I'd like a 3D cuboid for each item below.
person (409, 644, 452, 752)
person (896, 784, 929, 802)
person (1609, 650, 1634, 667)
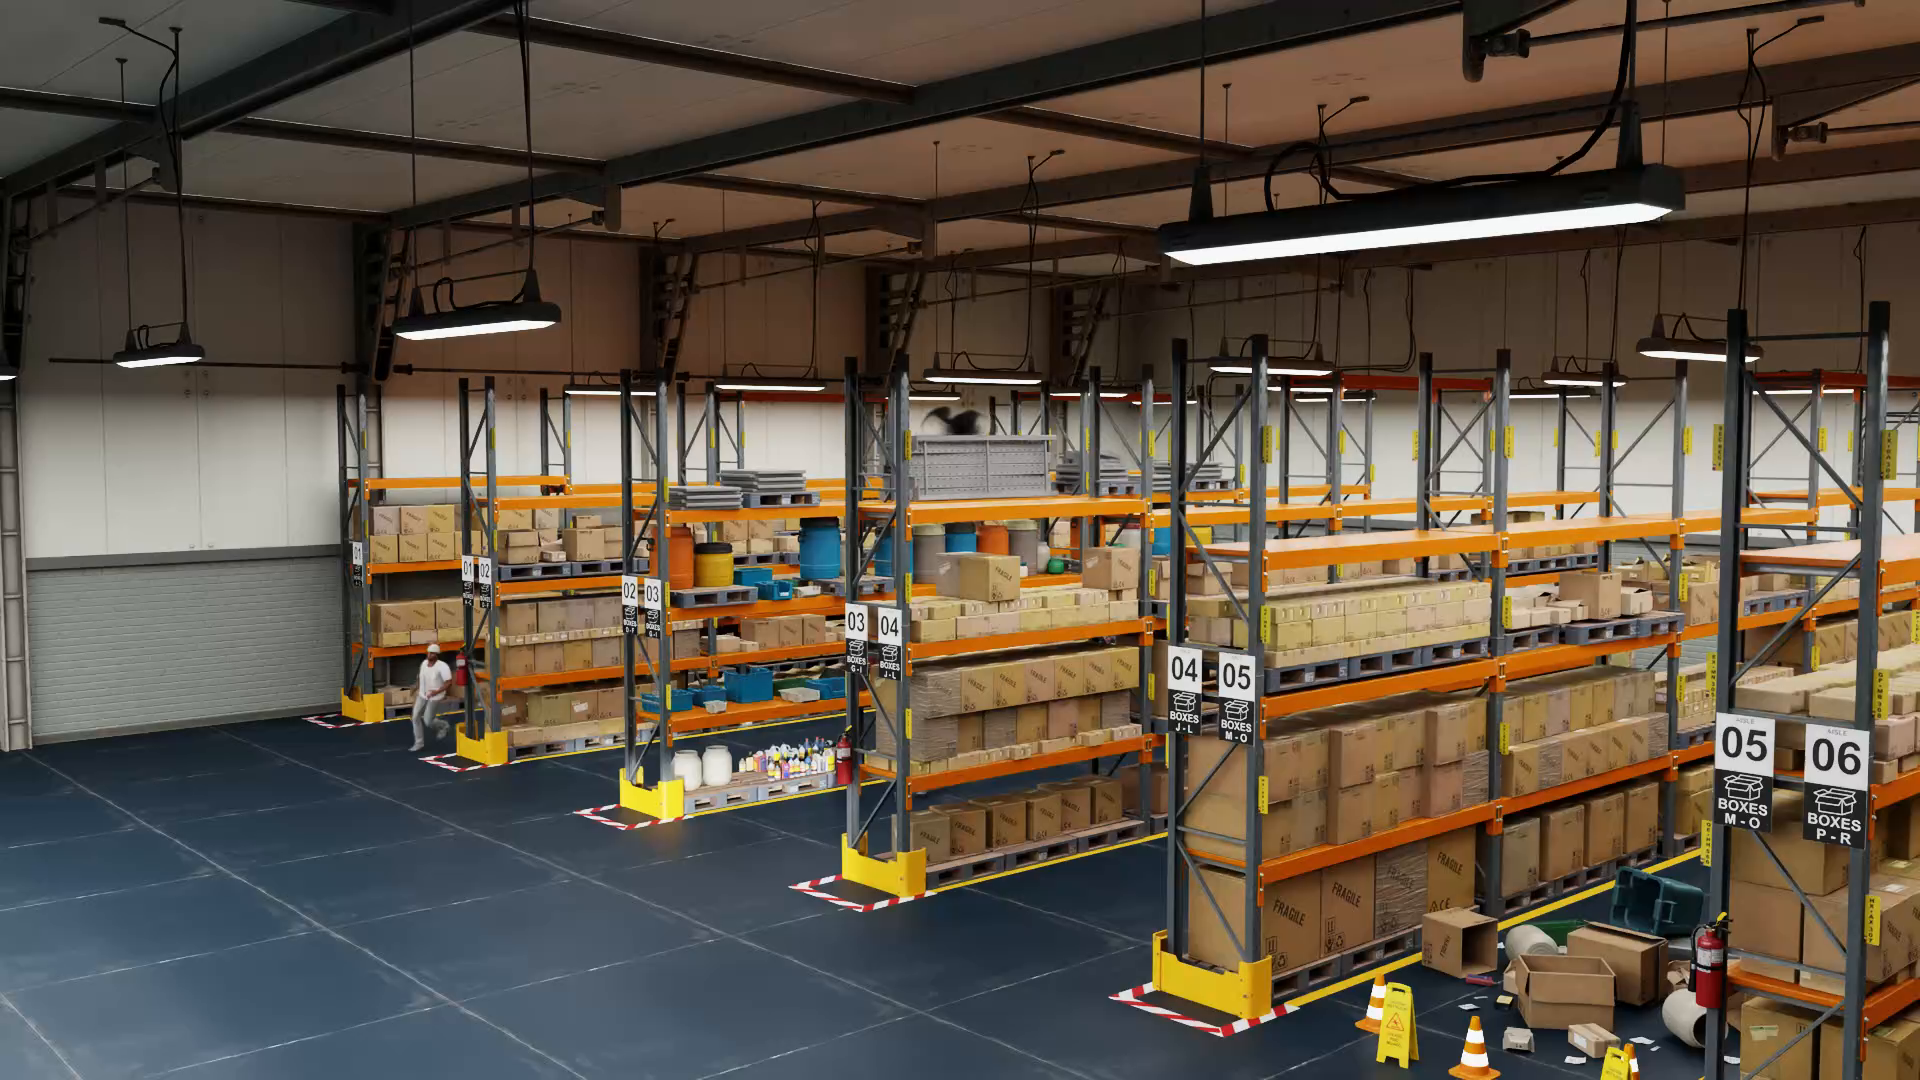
[{"bbox_3d":[-8.558,2.547,27.028,0.748,1.741,0.780,2,4,26],"label":"person"},{"bbox_3d":[-0.689,2.775,23.144,0.646,1.739,0.921,2,4,28],"label":"person"},{"bbox_3d":[12.095,2.355,30.531,0.591,1.632,0.647,0,4,0],"label":"person"}]
